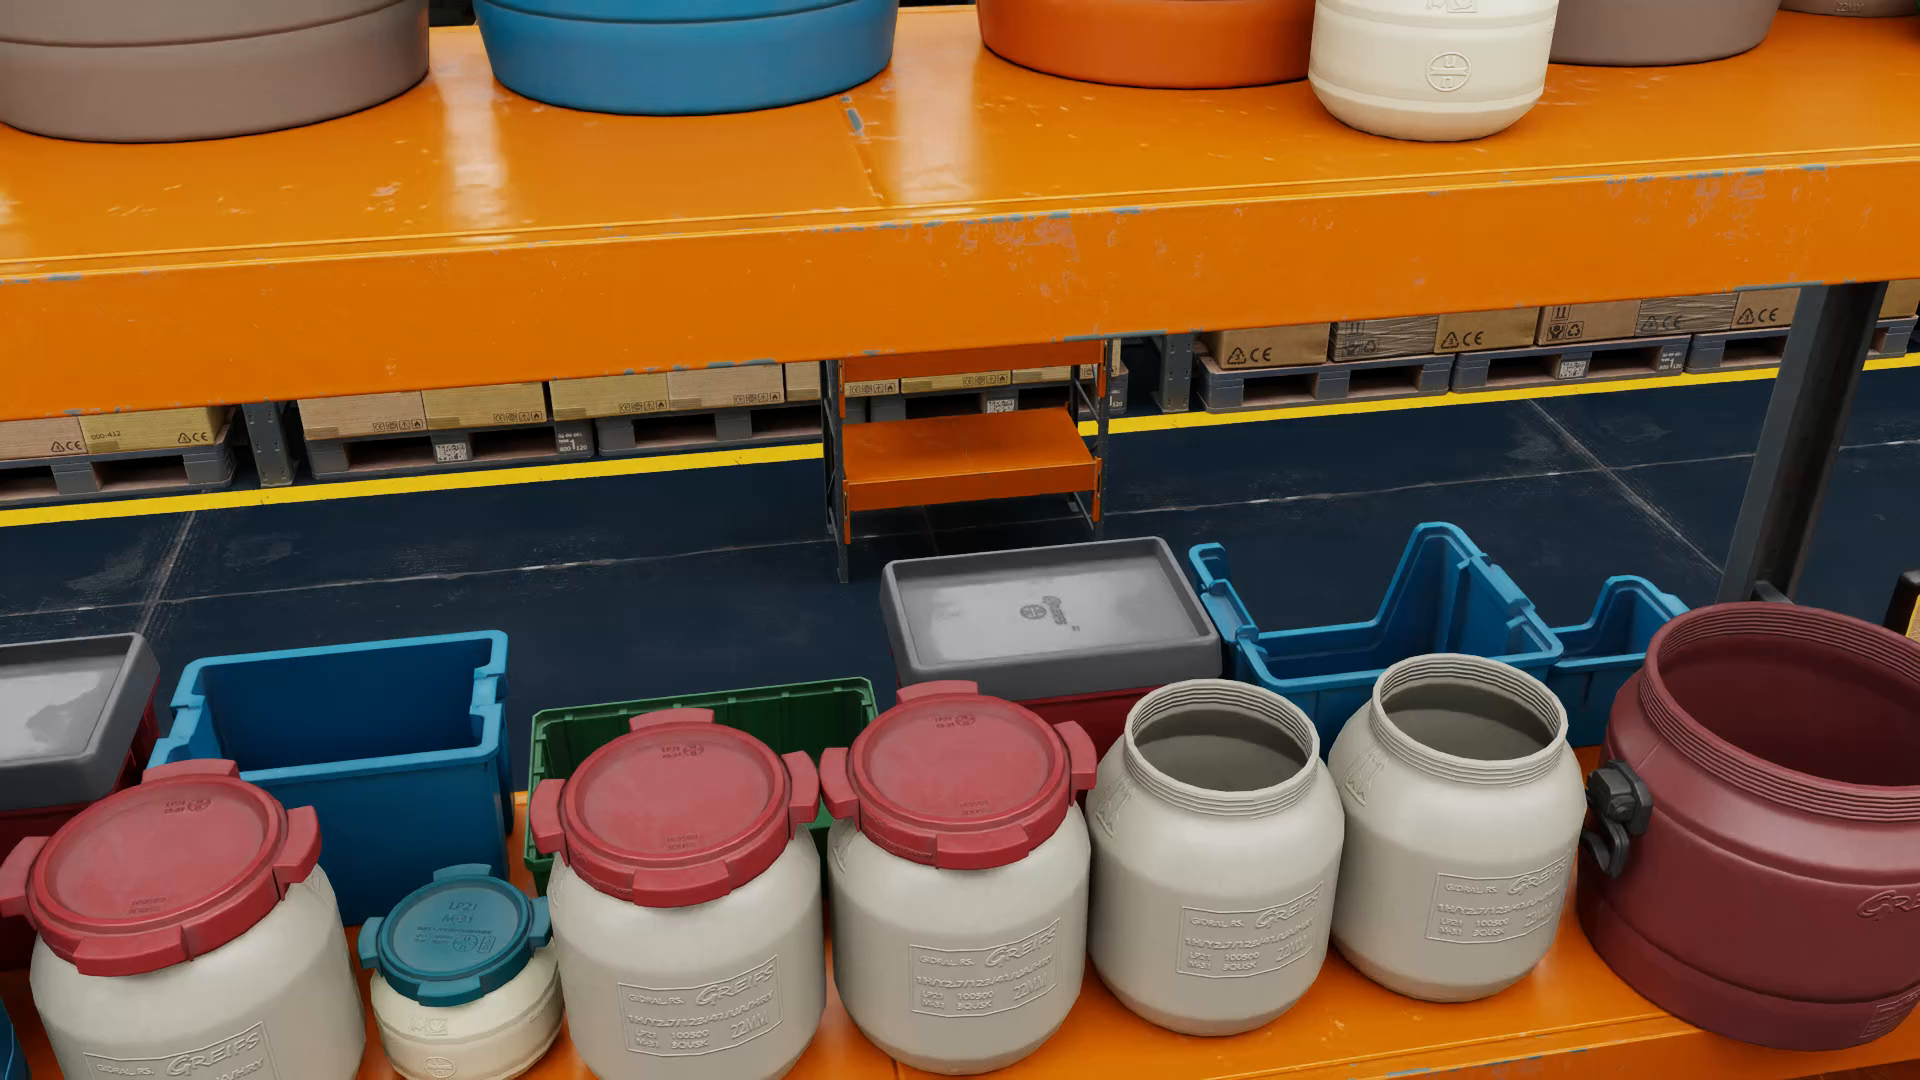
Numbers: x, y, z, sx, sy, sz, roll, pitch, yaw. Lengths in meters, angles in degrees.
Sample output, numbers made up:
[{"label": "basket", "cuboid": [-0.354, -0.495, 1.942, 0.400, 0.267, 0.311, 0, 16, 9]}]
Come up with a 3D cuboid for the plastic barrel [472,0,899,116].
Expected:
[{"label": "plastic barrel", "cuboid": [-0.382, -1.078, 2.170, 0.708, 0.901, 0.600, -5, 31, -9]}]

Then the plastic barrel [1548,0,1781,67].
[{"label": "plastic barrel", "cuboid": [0.958, -1.203, 2.382, 0.600, 0.901, 0.600, 0, 30, 0]}]

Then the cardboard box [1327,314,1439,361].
[{"label": "cardboard box", "cuboid": [1.929, -1.192, 7.850, 0.500, 0.500, 0.500, -6, 31, -11]}]

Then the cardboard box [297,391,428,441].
[{"label": "cardboard box", "cuboid": [-2.577, -0.674, 7.235, 0.500, 0.250, 0.500, -6, 31, -10]}]

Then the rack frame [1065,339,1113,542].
[{"label": "rack frame", "cuboid": [0.507, -0.532, 6.545, 0.032, 1.125, 0.500, -5, 31, -9]}]

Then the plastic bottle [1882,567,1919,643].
[{"label": "plastic bottle", "cuboid": [2.126, 0.140, 3.667, 0.133, 0.283, 0.061, -5, 31, -9]}]

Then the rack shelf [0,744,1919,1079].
[{"label": "rack shelf", "cuboid": [-0.163, 0.833, 3.085, 4.000, 0.370, 1.077, -5, 31, -9]}]

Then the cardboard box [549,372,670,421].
[{"label": "cardboard box", "cuboid": [-1.565, -0.769, 7.396, 0.500, 0.250, 0.500, -6, 31, -10]}]

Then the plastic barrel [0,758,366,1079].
[{"label": "plastic barrel", "cuboid": [-1.149, 0.668, 2.520, 0.433, 0.535, 0.433, 0, 30, 0]}]

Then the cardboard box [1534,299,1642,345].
[{"label": "cardboard box", "cuboid": [2.936, -1.285, 8.009, 0.500, 0.500, 0.500, -6, 31, -11]}]

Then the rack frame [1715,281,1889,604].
[{"label": "rack frame", "cuboid": [1.805, 0.340, 3.213, 0.127, 3.000, 1.000, -5, 31, -9]}]

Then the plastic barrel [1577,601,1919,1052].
[{"label": "plastic barrel", "cuboid": [1.403, 0.475, 2.849, 0.708, 0.536, 0.600, -5, 31, -9]}]

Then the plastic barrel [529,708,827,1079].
[{"label": "plastic barrel", "cuboid": [-0.428, 0.601, 2.634, 0.433, 0.535, 0.433, 0, 30, 0]}]

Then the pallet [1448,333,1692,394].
[{"label": "pallet", "cuboid": [2.855, -1.087, 8.391, 1.213, 0.211, 1.003, -5, 31, -9]}]

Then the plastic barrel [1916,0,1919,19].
[{"label": "plastic barrel", "cuboid": [1.571, -0.838, 2.410, 0.294, 0.245, 0.294, 0, 30, 0]}]

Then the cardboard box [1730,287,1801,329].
[{"label": "cardboard box", "cuboid": [3.929, -1.379, 8.167, 0.500, 0.500, 0.500, -5, 31, -9]}]

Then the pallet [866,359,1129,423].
[{"label": "pallet", "cuboid": [0.099, -0.872, 8.025, 1.213, 0.211, 1.003, -5, 31, -9]}]

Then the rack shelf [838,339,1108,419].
[{"label": "rack shelf", "cuboid": [0.007, -0.738, 6.318, 1.000, 0.278, 0.538, -5, 31, -9]}]

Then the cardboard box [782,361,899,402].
[{"label": "cardboard box", "cuboid": [-0.559, -0.863, 7.557, 0.500, 0.250, 0.500, -5, 31, -8]}]

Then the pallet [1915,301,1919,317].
[{"label": "pallet", "cuboid": [5.526, -1.355, 8.847, 1.213, 0.211, 1.003, -5, 31, -9]}]

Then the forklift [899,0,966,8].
[{"label": "forklift", "cuboid": [-0.431, -3.252, 9.389, 3.031, 2.935, 1.130, -9, 32, -15]}]

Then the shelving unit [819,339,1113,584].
[{"label": "shelving unit", "cuboid": [0.007, -0.486, 6.466, 1.048, 1.125, 0.538, -5, 31, -9]}]

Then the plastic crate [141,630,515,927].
[{"label": "plastic crate", "cuboid": [-1.101, 0.456, 3.031, 0.575, 0.384, 0.392, -5, 31, -9]}]

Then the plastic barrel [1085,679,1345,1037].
[{"label": "plastic barrel", "cuboid": [0.417, 0.530, 2.778, 0.421, 0.512, 0.421, 0, 30, 0]}]

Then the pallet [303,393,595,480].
[{"label": "pallet", "cuboid": [-2.301, -0.650, 7.647, 1.213, 0.211, 1.003, -5, 31, -9]}]

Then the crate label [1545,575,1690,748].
[{"label": "crate label", "cuboid": [1.323, 0.264, 3.508, 0.416, 0.233, 0.303, -5, 31, -9]}]

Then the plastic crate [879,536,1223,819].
[{"label": "plastic crate", "cuboid": [0.160, 0.307, 3.205, 0.583, 0.464, 0.402, -5, 31, -9]}]

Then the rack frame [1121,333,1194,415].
[{"label": "rack frame", "cuboid": [0.916, -2.130, 7.413, 0.127, 3.000, 1.000, -5, 31, -9]}]

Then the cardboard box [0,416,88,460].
[{"label": "cardboard box", "cuboid": [-3.929, -0.569, 7.056, 0.500, 0.250, 0.500, -5, 31, -9]}]

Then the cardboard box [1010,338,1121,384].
[{"label": "cardboard box", "cuboid": [0.442, -0.956, 7.715, 0.500, 0.250, 0.500, -5, 31, -8]}]

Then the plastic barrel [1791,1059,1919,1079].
[{"label": "plastic barrel", "cuboid": [2.283, 1.041, 3.747, 0.708, 0.830, 0.600, -5, 31, -9]}]
